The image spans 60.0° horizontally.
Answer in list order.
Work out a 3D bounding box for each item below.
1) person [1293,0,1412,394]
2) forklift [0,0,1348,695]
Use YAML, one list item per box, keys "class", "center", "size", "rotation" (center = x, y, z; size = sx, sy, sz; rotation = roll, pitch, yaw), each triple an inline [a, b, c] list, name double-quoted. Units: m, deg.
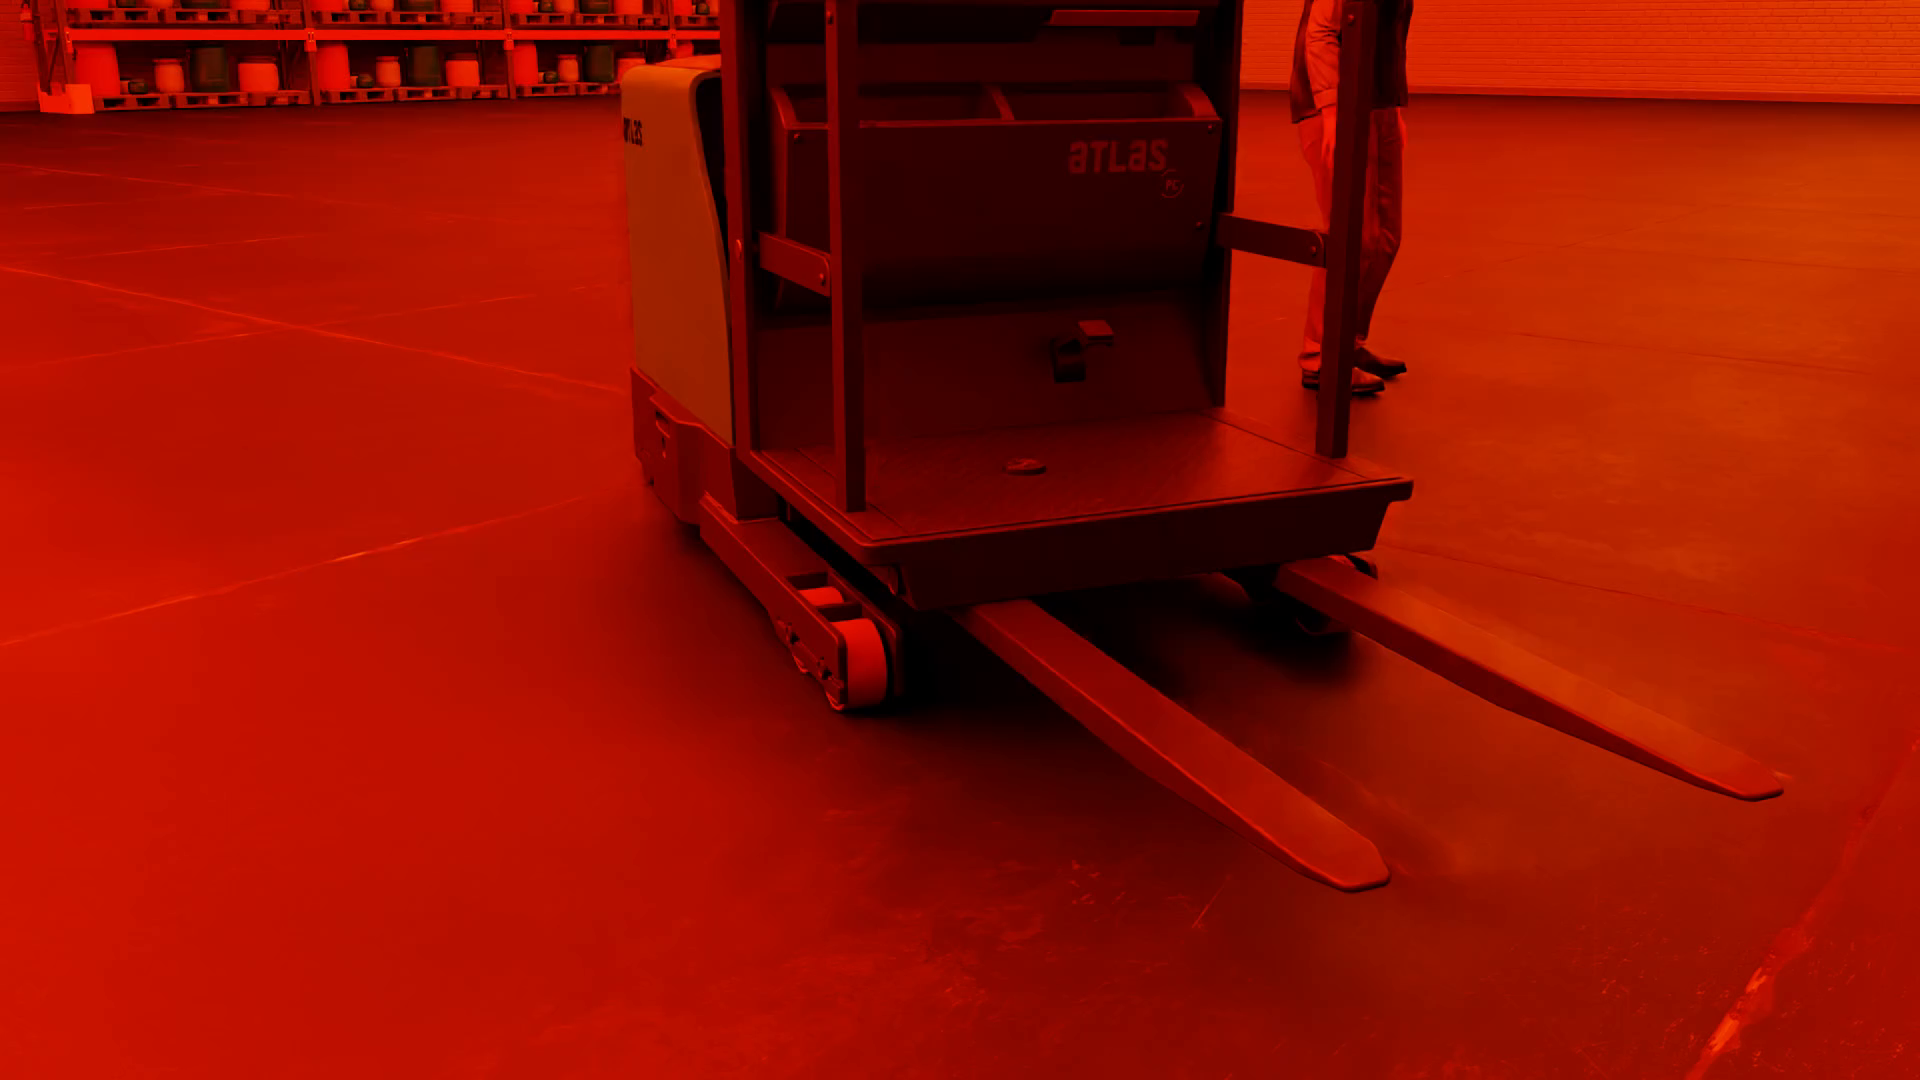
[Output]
- class: "person"
  center: [1.320, -1.387, 5.553]
  size: [0.421, 1.719, 0.583]
  rotation: [10, 19, 29]
- class: "forklift"
  center: [-0.578, -1.295, 3.163]
  size: [3.031, 2.935, 1.130]
  rotation: [-13, 21, -36]
